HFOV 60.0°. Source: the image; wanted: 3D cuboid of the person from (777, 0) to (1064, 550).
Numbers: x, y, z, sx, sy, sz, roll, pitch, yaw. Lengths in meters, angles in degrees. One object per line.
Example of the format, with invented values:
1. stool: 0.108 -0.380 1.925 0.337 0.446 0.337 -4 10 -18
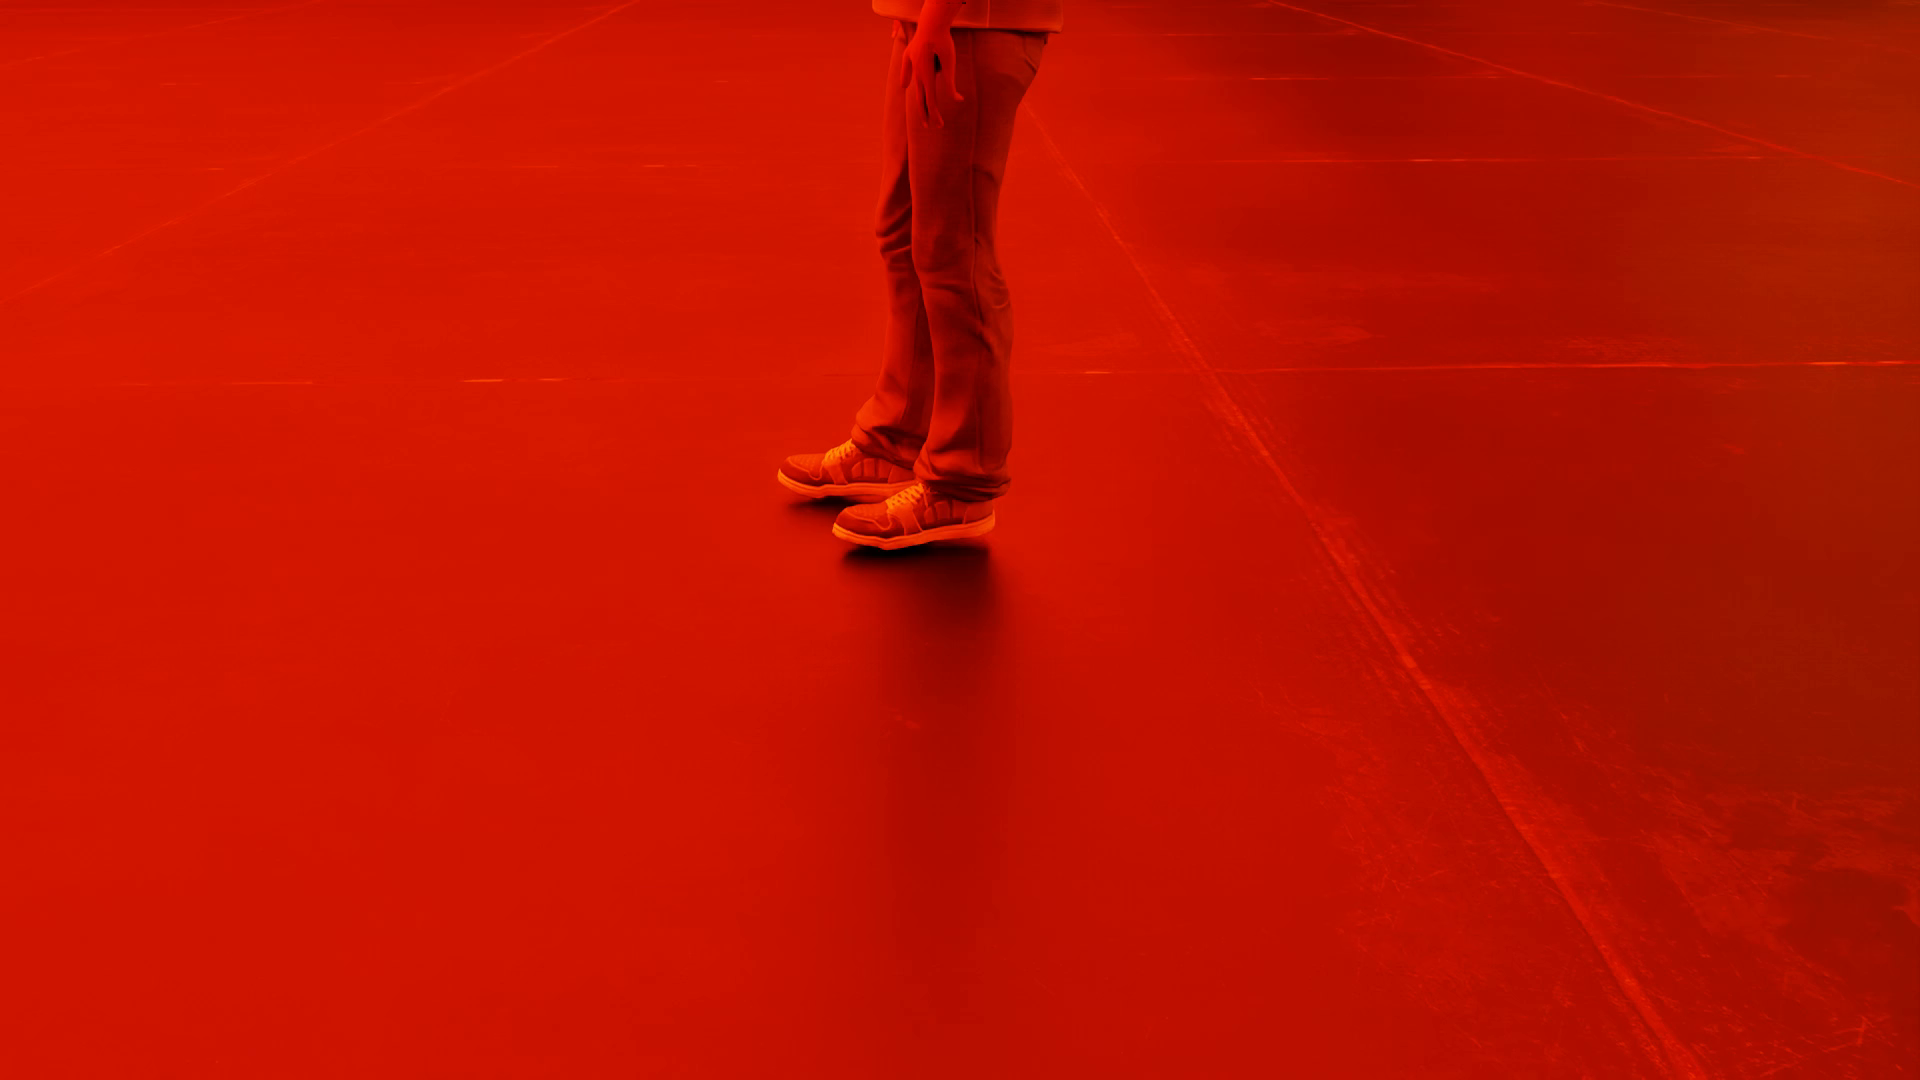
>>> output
1. person: -0.075 -0.753 2.452 0.473 1.599 0.521 -1 21 -3
